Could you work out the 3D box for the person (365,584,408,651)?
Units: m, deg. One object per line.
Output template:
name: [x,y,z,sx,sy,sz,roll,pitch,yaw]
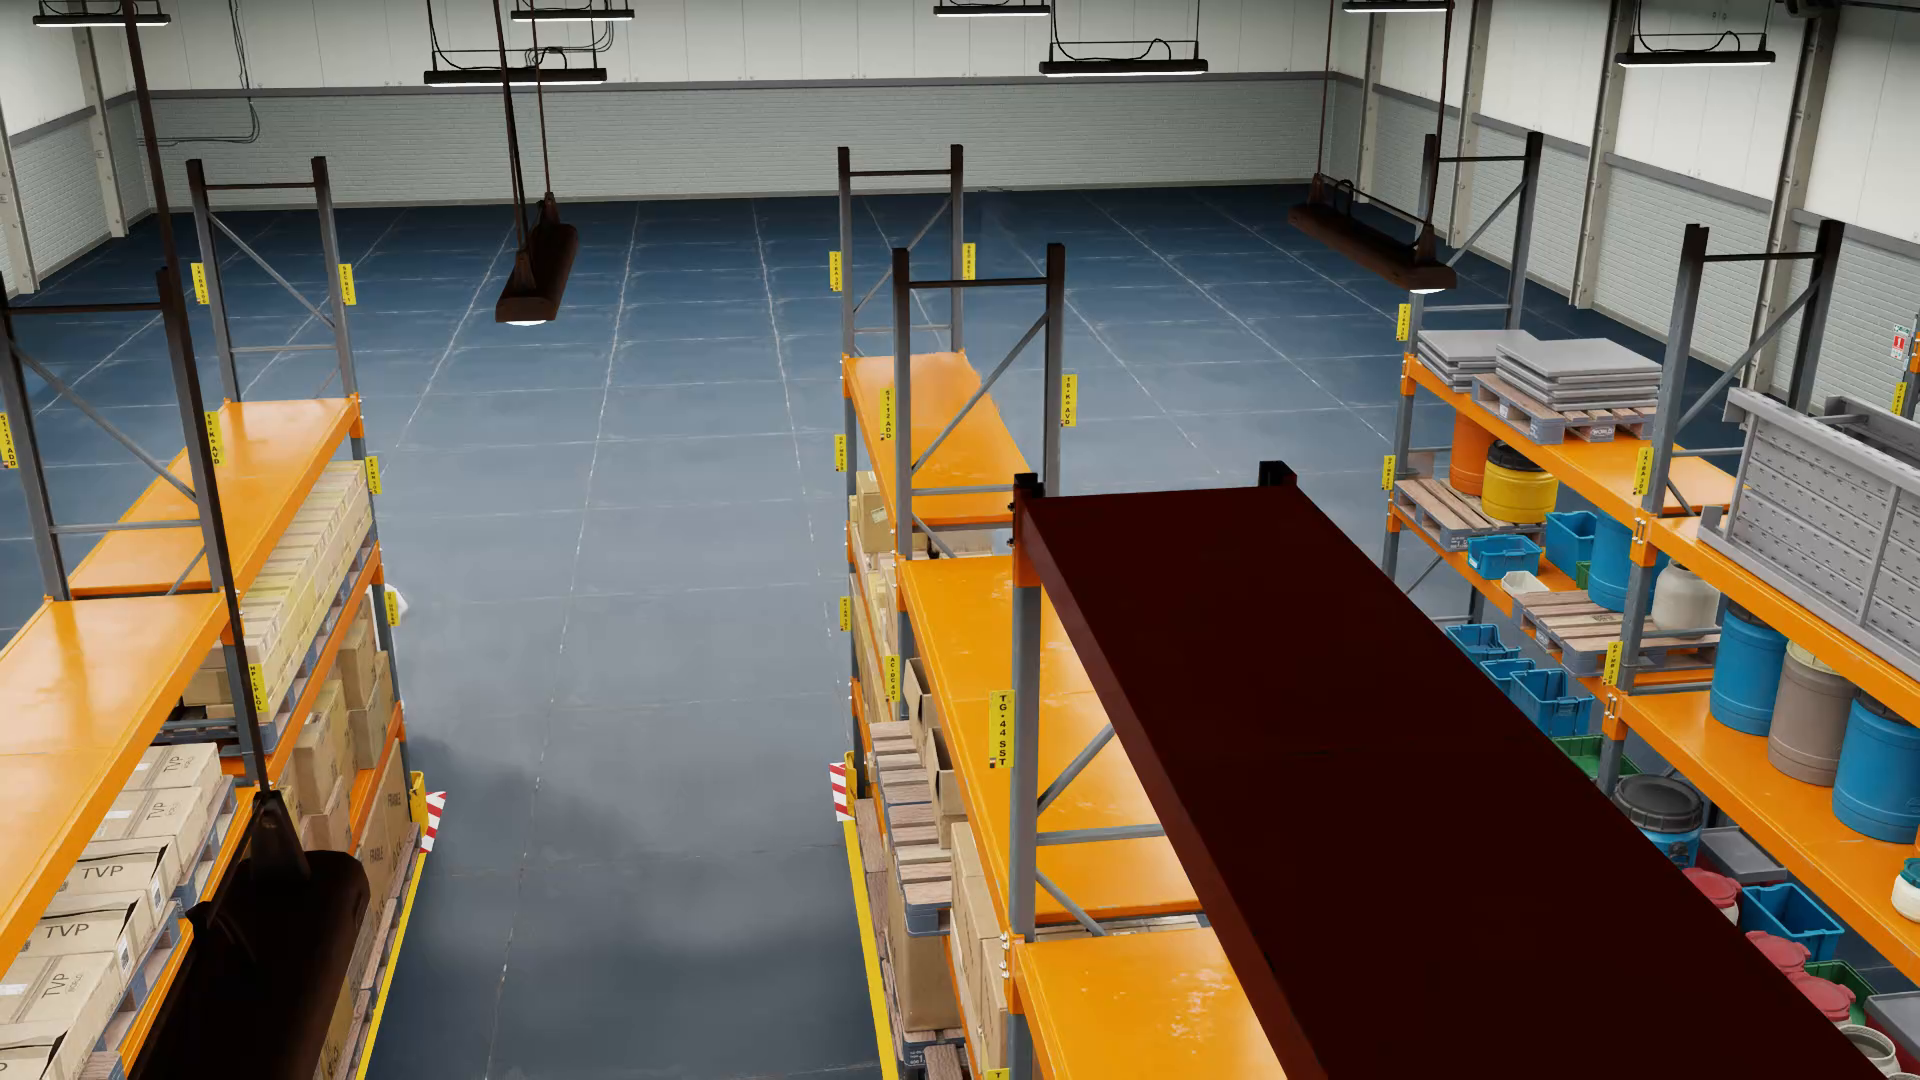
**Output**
person: [-5.884,1.033,16.673,0.837,1.736,0.716,16,26,34]
